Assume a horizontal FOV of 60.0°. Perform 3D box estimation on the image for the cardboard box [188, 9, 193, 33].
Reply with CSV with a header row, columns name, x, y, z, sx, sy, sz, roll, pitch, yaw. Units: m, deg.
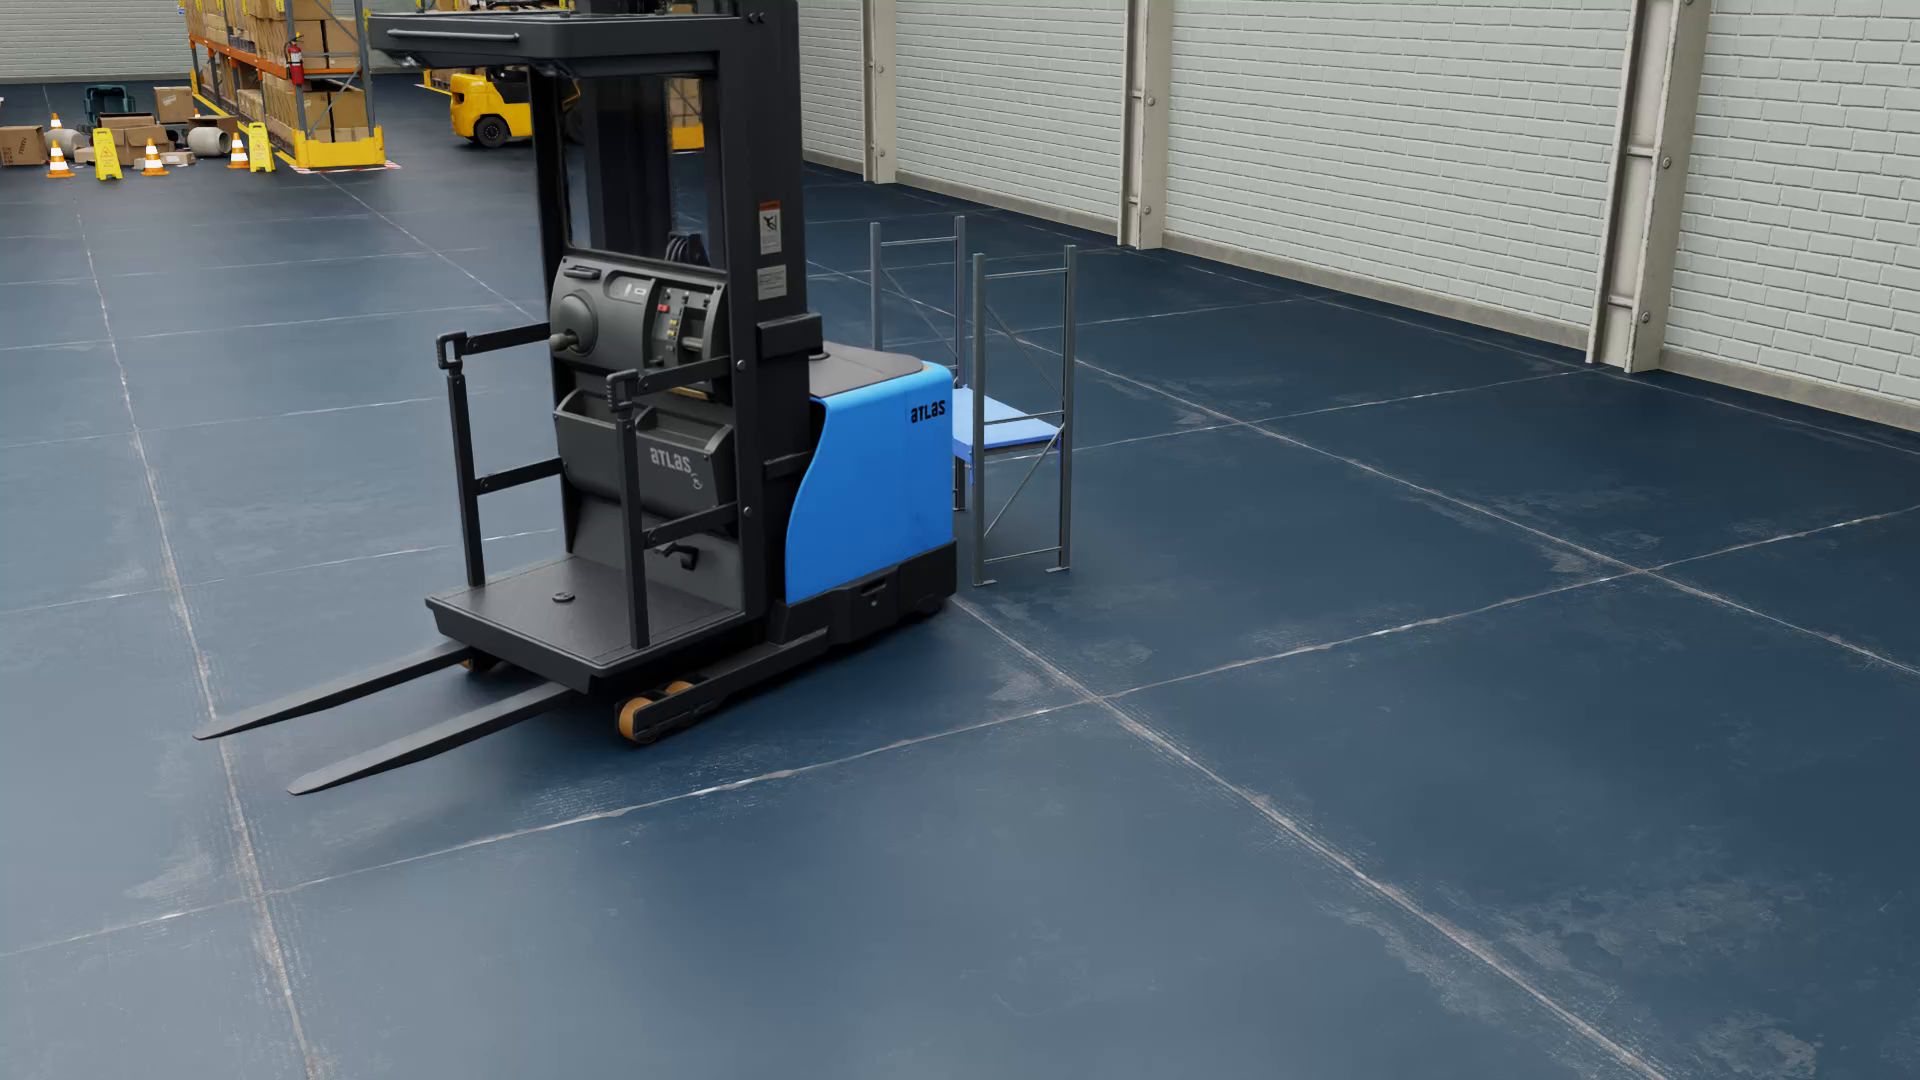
name,x,y,z,sx,sy,sz,roll,pitch,yaw
cardboard box,-16.071,-11.025,35.331,0.500,0.500,0.500,-10,22,-27

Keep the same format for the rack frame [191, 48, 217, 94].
name,x,y,z,sx,sy,sz,roll,pitch,yaw
rack frame,-16.311,-11.301,36.284,1.000,3.000,0.127,-10,21,-27

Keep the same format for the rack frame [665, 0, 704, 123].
name,x,y,z,sx,sy,sz,roll,pitch,yaw
rack frame,-4.347,-7.478,25.204,1.000,3.000,0.127,-10,21,-27

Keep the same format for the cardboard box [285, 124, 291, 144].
name,x,y,z,sx,sy,sz,roll,pitch,yaw
cardboard box,-9.573,-5.947,24.339,0.500,0.250,0.500,-10,21,-26

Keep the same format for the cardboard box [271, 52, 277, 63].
name,x,y,z,sx,sy,sz,roll,pitch,yaw
cardboard box,-10.002,-7.161,24.670,0.380,0.149,0.250,-10,21,-27

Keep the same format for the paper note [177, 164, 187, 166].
name,x,y,z,sx,sy,sz,roll,pitch,yaw
paper note,-10.914,-5.268,23.350,0.142,0.019,0.148,16,25,39

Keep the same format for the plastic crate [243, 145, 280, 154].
name,x,y,z,sx,sy,sz,roll,pitch,yaw
plastic crate,-10.589,-5.899,25.103,0.583,0.080,0.402,16,25,39

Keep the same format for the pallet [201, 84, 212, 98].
name,x,y,z,sx,sy,sz,roll,pitch,yaw
pallet,-15.863,-9.766,36.109,1.003,0.211,1.213,-10,21,-27

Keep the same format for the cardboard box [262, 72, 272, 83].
name,x,y,z,sx,sy,sz,roll,pitch,yaw
cardboard box,-10.564,-7.160,25.710,0.380,0.149,0.250,-10,21,-26

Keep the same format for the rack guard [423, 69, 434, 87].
name,x,y,z,sx,sy,sz,roll,pitch,yaw
rack guard,-11.909,-10.868,38.860,1.175,0.500,0.348,-10,21,-27

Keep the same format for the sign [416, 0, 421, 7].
name,x,y,z,sx,sy,sz,roll,pitch,yaw
sign,-12.422,-12.396,38.130,0.100,0.325,0.005,-10,21,-27

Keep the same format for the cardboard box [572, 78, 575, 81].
name,x,y,z,sx,sy,sz,roll,pitch,yaw
cardboard box,-6.293,-7.810,28.206,0.500,0.250,0.500,-10,22,-27

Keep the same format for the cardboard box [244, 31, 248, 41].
name,x,y,z,sx,sy,sz,roll,pitch,yaw
cardboard box,-11.488,-8.261,27.214,0.380,0.149,0.250,-10,21,-26

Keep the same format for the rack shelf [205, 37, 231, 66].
name,x,y,z,sx,sy,sz,roll,pitch,yaw
rack shelf,-13.462,-9.239,31.410,1.077,0.370,4.000,-10,21,-27

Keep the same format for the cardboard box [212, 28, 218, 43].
name,x,y,z,sx,sy,sz,roll,pitch,yaw
cardboard box,-13.730,-9.472,31.213,0.500,0.250,0.500,-10,22,-28

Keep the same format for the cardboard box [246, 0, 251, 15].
name,x,y,z,sx,sy,sz,roll,pitch,yaw
cardboard box,-10.595,-8.357,25.610,0.700,0.500,0.500,-10,22,-27

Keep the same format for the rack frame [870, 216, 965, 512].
name,x,y,z,sx,sy,sz,roll,pitch,yaw
rack frame,-0.201,-0.830,8.239,0.500,1.500,0.032,-10,21,-27

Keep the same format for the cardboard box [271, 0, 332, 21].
name,x,y,z,sx,sy,sz,roll,pitch,yaw
cardboard box,-9.148,-7.482,23.072,0.700,0.500,0.500,-11,22,-28

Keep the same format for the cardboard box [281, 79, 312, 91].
name,x,y,z,sx,sy,sz,roll,pitch,yaw
cardboard box,-9.557,-6.553,23.950,0.380,0.149,0.250,-9,21,-25

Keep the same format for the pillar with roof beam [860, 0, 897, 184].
name,x,y,z,sx,sy,sz,roll,pitch,yaw
pillar with roof beam,-4.824,-8.264,18.286,9.100,9.000,0.400,-10,21,-27

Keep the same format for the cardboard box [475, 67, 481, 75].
name,x,y,z,sx,sy,sz,roll,pitch,yaw
cardboard box,-9.752,-9.615,34.585,0.500,0.500,0.500,-10,22,-27

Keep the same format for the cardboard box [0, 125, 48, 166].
name,x,y,z,sx,sy,sz,roll,pitch,yaw
cardboard box,-13.281,-5.594,23.571,0.500,0.500,0.500,-6,20,-17

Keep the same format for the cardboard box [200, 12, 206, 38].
name,x,y,z,sx,sy,sz,roll,pitch,yaw
cardboard box,-14.857,-10.294,33.211,0.500,0.500,0.500,-10,21,-26

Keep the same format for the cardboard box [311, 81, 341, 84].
name,x,y,z,sx,sy,sz,roll,pitch,yaw
cardboard box,-9.853,-6.836,25.765,0.500,0.500,0.500,-10,21,-26

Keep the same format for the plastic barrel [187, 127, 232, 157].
name,x,y,z,sx,sy,sz,roll,pitch,yaw
plastic barrel,-11.027,-5.849,24.432,0.512,0.421,0.421,4,19,11

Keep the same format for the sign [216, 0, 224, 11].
name,x,y,z,sx,sy,sz,roll,pitch,yaw
sign,-12.999,-9.465,29.188,0.100,0.325,0.005,-10,21,-27

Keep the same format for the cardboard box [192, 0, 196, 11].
name,x,y,z,sx,sy,sz,roll,pitch,yaw
cardboard box,-15.363,-11.057,33.891,0.500,0.500,0.500,-10,21,-26

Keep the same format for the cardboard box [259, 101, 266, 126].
name,x,y,z,sx,sy,sz,roll,pitch,yaw
cardboard box,-10.864,-6.963,27.096,0.950,0.372,0.625,-10,21,-26

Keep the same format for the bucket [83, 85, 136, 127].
name,x,y,z,sx,sy,sz,roll,pitch,yaw
bucket,-12.828,-6.550,25.203,0.726,0.611,0.620,-3,9,-8

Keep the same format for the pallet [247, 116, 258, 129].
name,x,y,z,sx,sy,sz,roll,pitch,yaw
pallet,-11.567,-7.112,28.419,1.003,0.211,1.213,-10,21,-27

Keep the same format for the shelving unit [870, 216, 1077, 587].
name,x,y,z,sx,sy,sz,roll,pitch,yaw
shelving unit,0.041,-0.684,7.816,0.538,1.500,1.048,-10,21,-27

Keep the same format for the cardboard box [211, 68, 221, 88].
name,x,y,z,sx,sy,sz,roll,pitch,yaw
cardboard box,-15.041,-9.594,34.621,0.875,0.438,0.875,-11,22,-28

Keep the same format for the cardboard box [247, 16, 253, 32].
name,x,y,z,sx,sy,sz,roll,pitch,yaw
cardboard box,-11.034,-8.340,26.449,0.500,0.500,0.500,-10,22,-28

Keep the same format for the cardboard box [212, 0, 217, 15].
name,x,y,z,sx,sy,sz,roll,pitch,yaw
cardboard box,-13.469,-9.922,30.601,0.500,0.500,0.500,-10,21,-27

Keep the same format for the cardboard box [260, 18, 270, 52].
name,x,y,z,sx,sy,sz,roll,pitch,yaw
cardboard box,-10.164,-7.588,24.914,0.500,0.500,0.500,-10,21,-27

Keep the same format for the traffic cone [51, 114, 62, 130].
name,x,y,z,sx,sy,sz,roll,pitch,yaw
traffic cone,-14.229,-6.480,26.202,0.336,0.463,0.334,-10,21,-27

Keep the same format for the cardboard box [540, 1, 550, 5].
name,x,y,z,sx,sy,sz,roll,pitch,yaw
cardboard box,-8.253,-10.192,32.273,0.500,0.500,0.500,-9,21,-24

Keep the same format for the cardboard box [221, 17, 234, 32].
name,x,y,z,sx,sy,sz,roll,pitch,yaw
cardboard box,-12.966,-9.270,29.860,0.500,0.250,0.500,-10,21,-27

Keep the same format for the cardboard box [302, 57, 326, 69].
name,x,y,z,sx,sy,sz,roll,pitch,yaw
cardboard box,-9.080,-6.664,23.229,0.380,0.149,0.250,-9,21,-25

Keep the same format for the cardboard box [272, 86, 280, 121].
name,x,y,z,sx,sy,sz,roll,pitch,yaw
cardboard box,-10.061,-6.598,25.074,0.500,0.500,0.500,-9,21,-24

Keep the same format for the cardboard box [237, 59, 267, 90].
name,x,y,z,sx,sy,sz,roll,pitch,yaw
cardboard box,-12.767,-8.410,30.519,0.875,0.875,0.875,-10,22,-27

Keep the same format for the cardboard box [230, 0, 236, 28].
name,x,y,z,sx,sy,sz,roll,pitch,yaw
cardboard box,-12.249,-9.078,28.587,0.500,0.500,0.500,-9,21,-24

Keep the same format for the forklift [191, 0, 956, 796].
name,x,y,z,sx,sy,sz,roll,pitch,yaw
forklift,-1.347,-0.833,6.052,1.130,2.935,3.031,15,24,37

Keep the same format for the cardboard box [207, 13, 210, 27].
name,x,y,z,sx,sy,sz,roll,pitch,yaw
cardboard box,-14.179,-10.003,31.985,0.500,0.250,0.500,-10,21,-26

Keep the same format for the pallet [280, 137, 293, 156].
name,x,y,z,sx,sy,sz,roll,pitch,yaw
pallet,-9.680,-6.000,25.197,1.003,0.211,1.213,-10,21,-27

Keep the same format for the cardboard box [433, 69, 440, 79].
name,x,y,z,sx,sy,sz,roll,pitch,yaw
cardboard box,-11.738,-10.899,38.303,0.797,0.503,0.637,-11,22,-29
